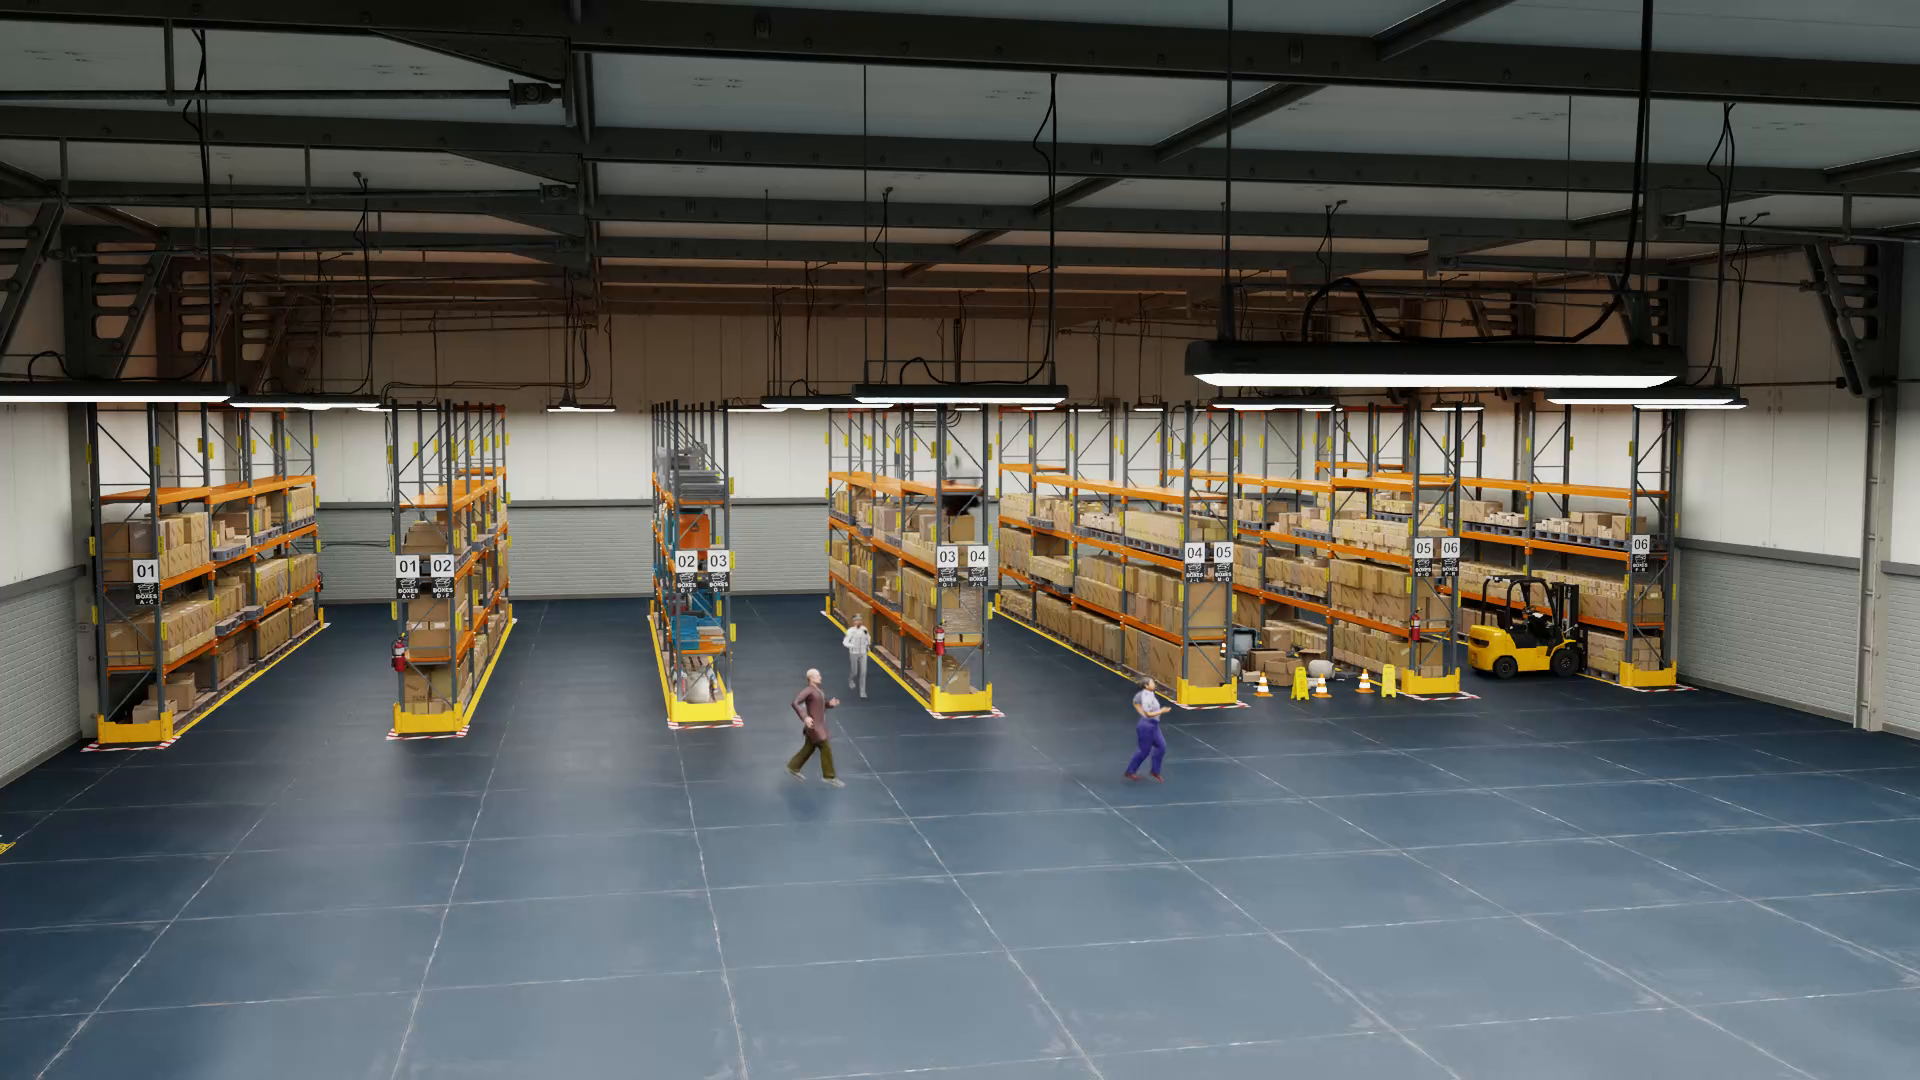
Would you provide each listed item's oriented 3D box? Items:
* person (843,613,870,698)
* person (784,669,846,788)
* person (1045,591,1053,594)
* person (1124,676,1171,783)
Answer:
[{"bbox_3d":[-2.069,2.325,33.835,0.616,1.692,0.901,-2,5,-20],"label":"person"},{"bbox_3d":[-2.244,2.883,25.591,0.991,1.807,0.687,0,4,5],"label":"person"},{"bbox_3d":[2.747,1.148,49.424,0.712,1.716,0.562,-3,5,-33],"label":"person"},{"bbox_3d":[2.913,2.962,25.807,0.708,1.704,0.585,1,4,12],"label":"person"}]
